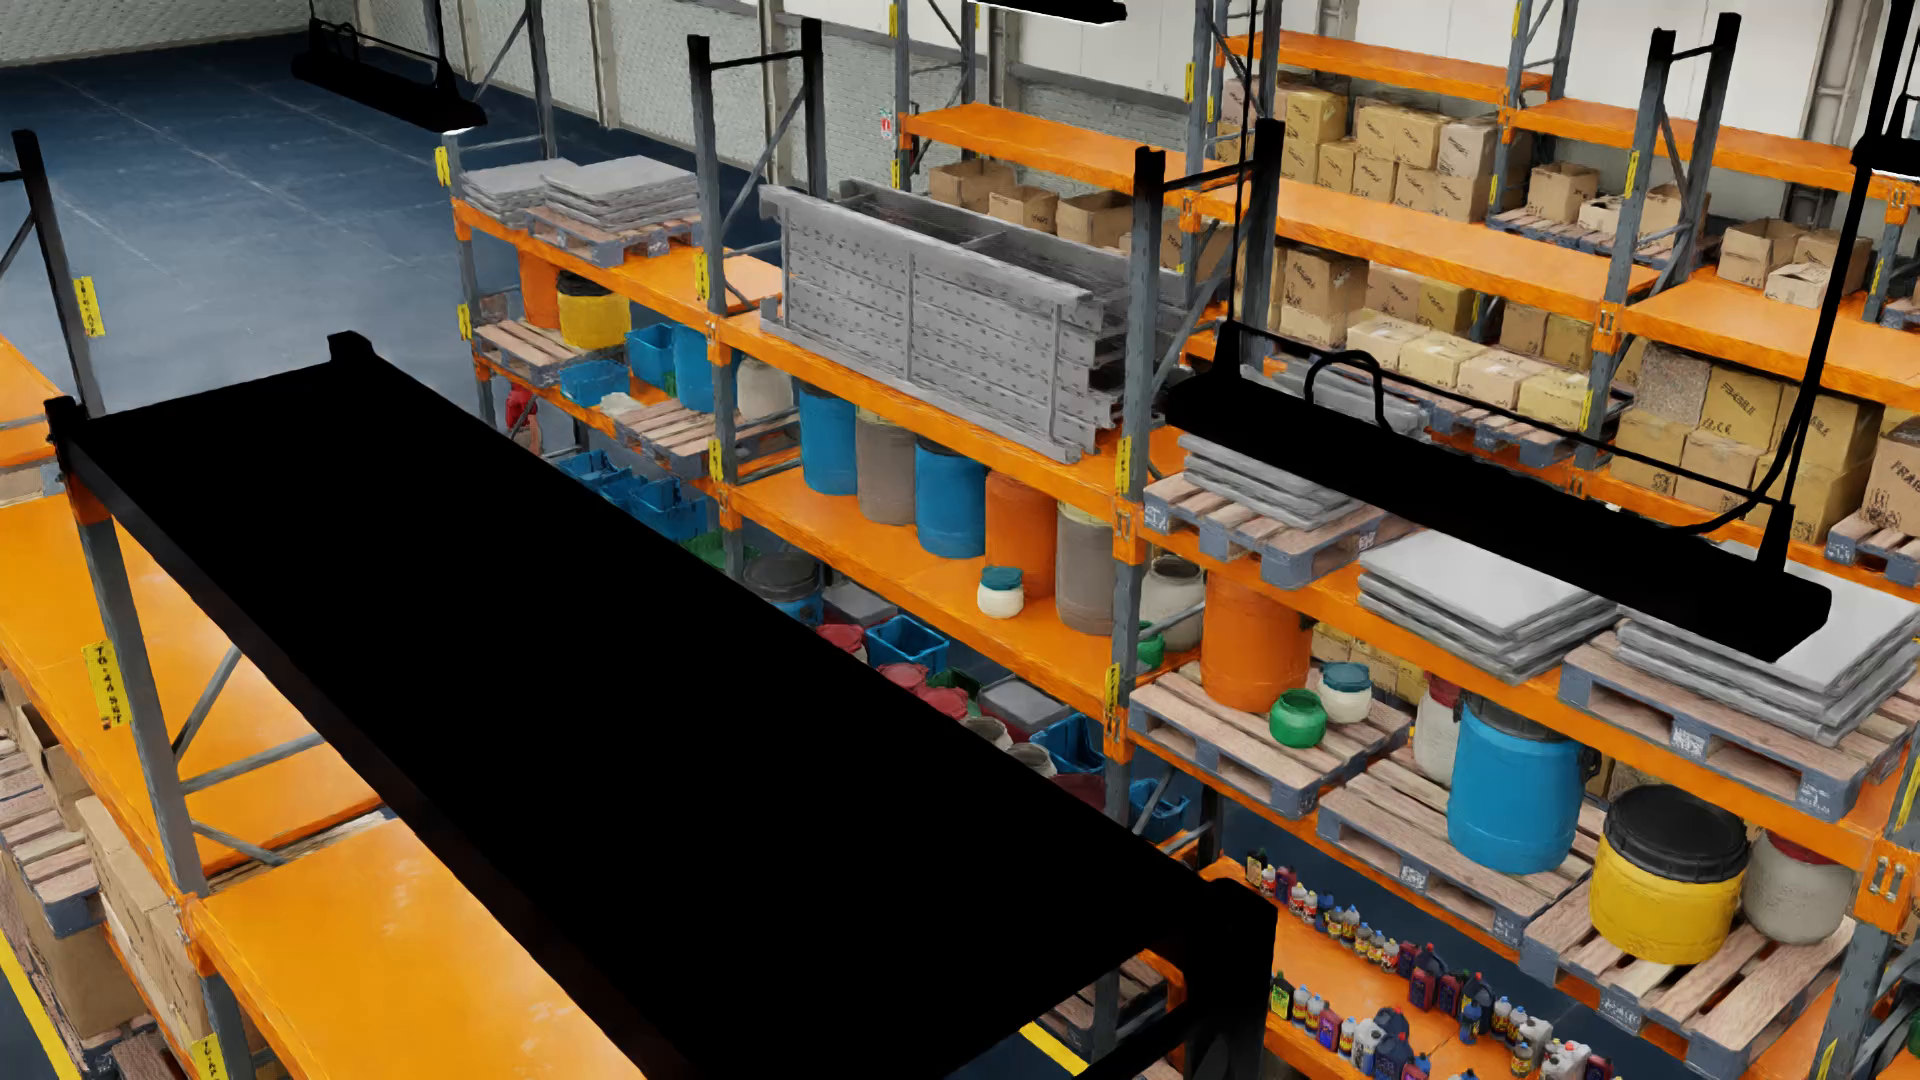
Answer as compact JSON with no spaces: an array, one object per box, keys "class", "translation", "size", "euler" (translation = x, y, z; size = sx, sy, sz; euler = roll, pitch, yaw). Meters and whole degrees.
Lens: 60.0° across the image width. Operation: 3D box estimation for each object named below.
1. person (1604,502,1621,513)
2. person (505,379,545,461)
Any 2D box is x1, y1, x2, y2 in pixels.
[{"class":"person","translation":[5.897,0.441,14.821],"size":[0.677,1.726,0.574],"euler":[-23,35,-37]},{"class":"person","translation":[-4.638,-1.133,17.888],"size":[0.447,1.727,0.721],"euler":[-7,28,-14]}]
